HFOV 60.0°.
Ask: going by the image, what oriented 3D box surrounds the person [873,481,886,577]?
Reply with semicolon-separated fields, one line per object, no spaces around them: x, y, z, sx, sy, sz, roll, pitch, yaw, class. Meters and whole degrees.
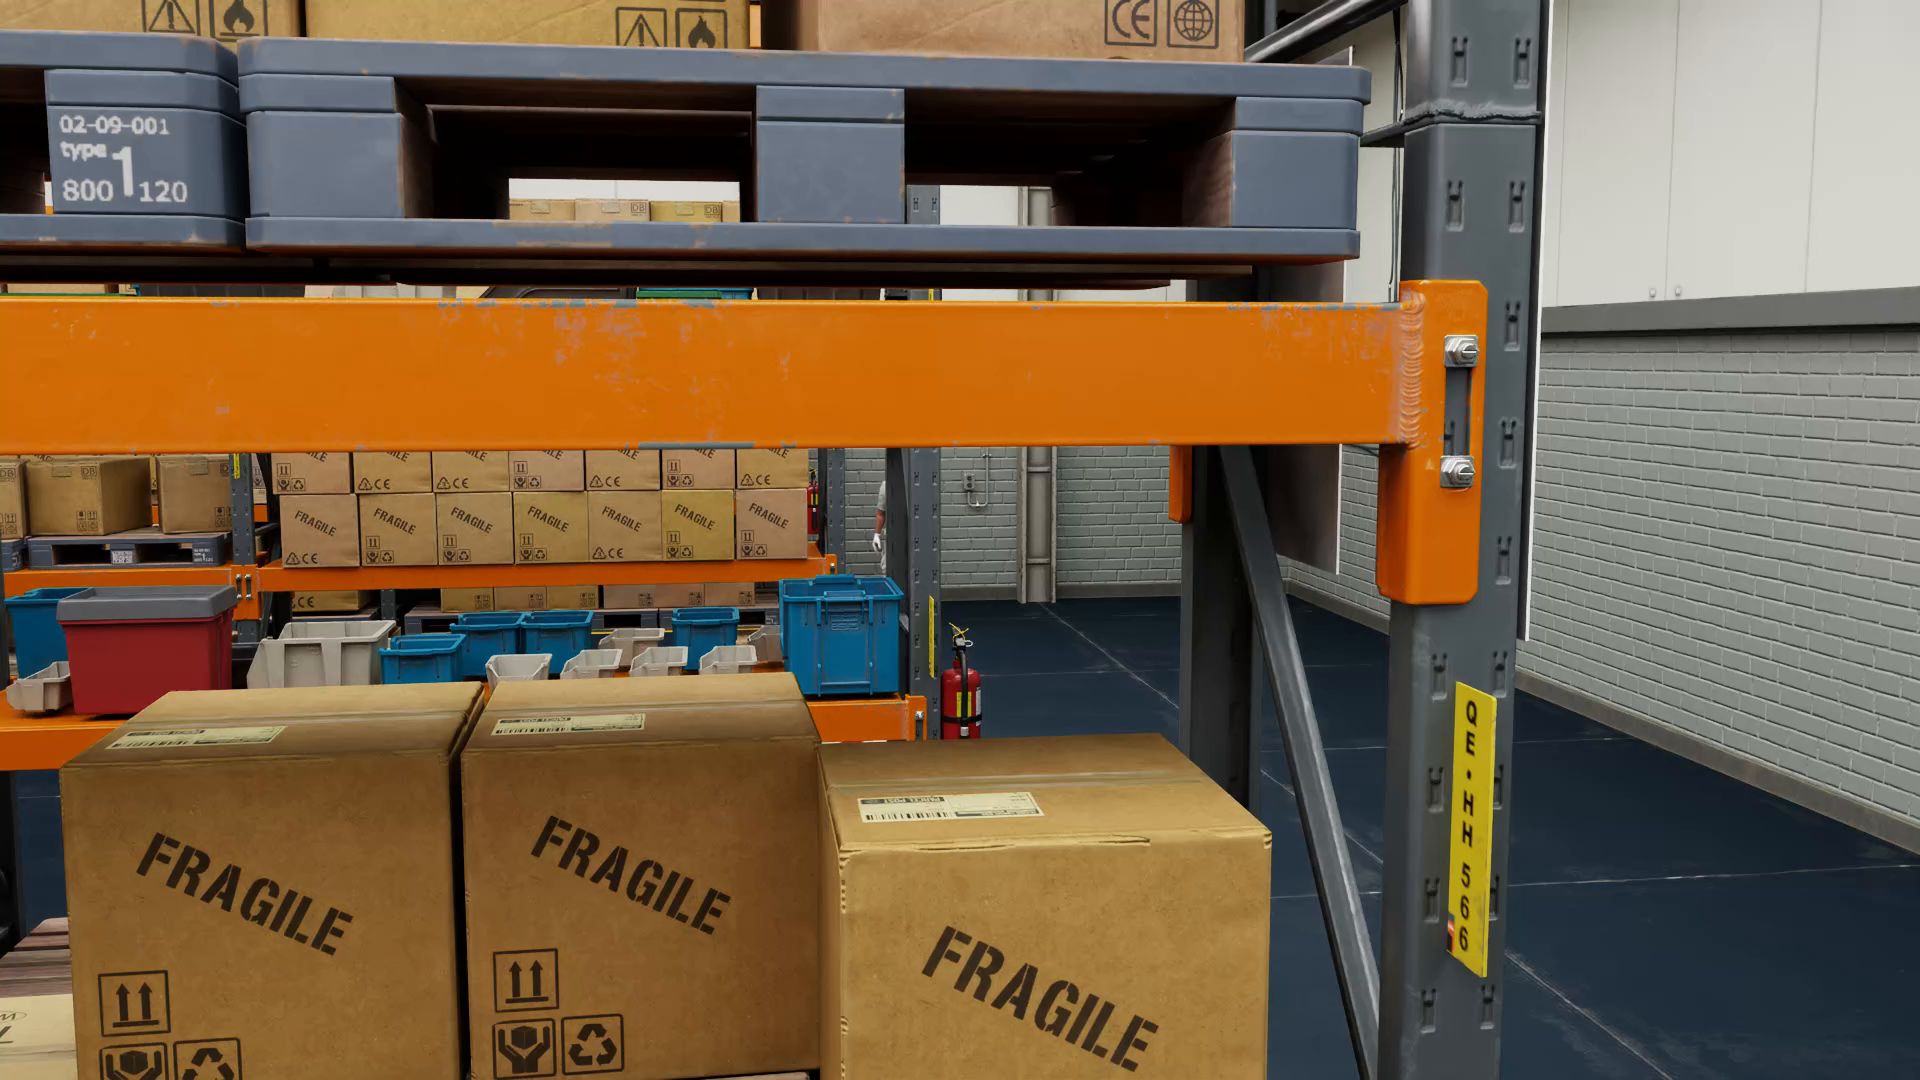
-0.570;0.003;16.636;0.622;1.774;0.454;2;7;18;person
